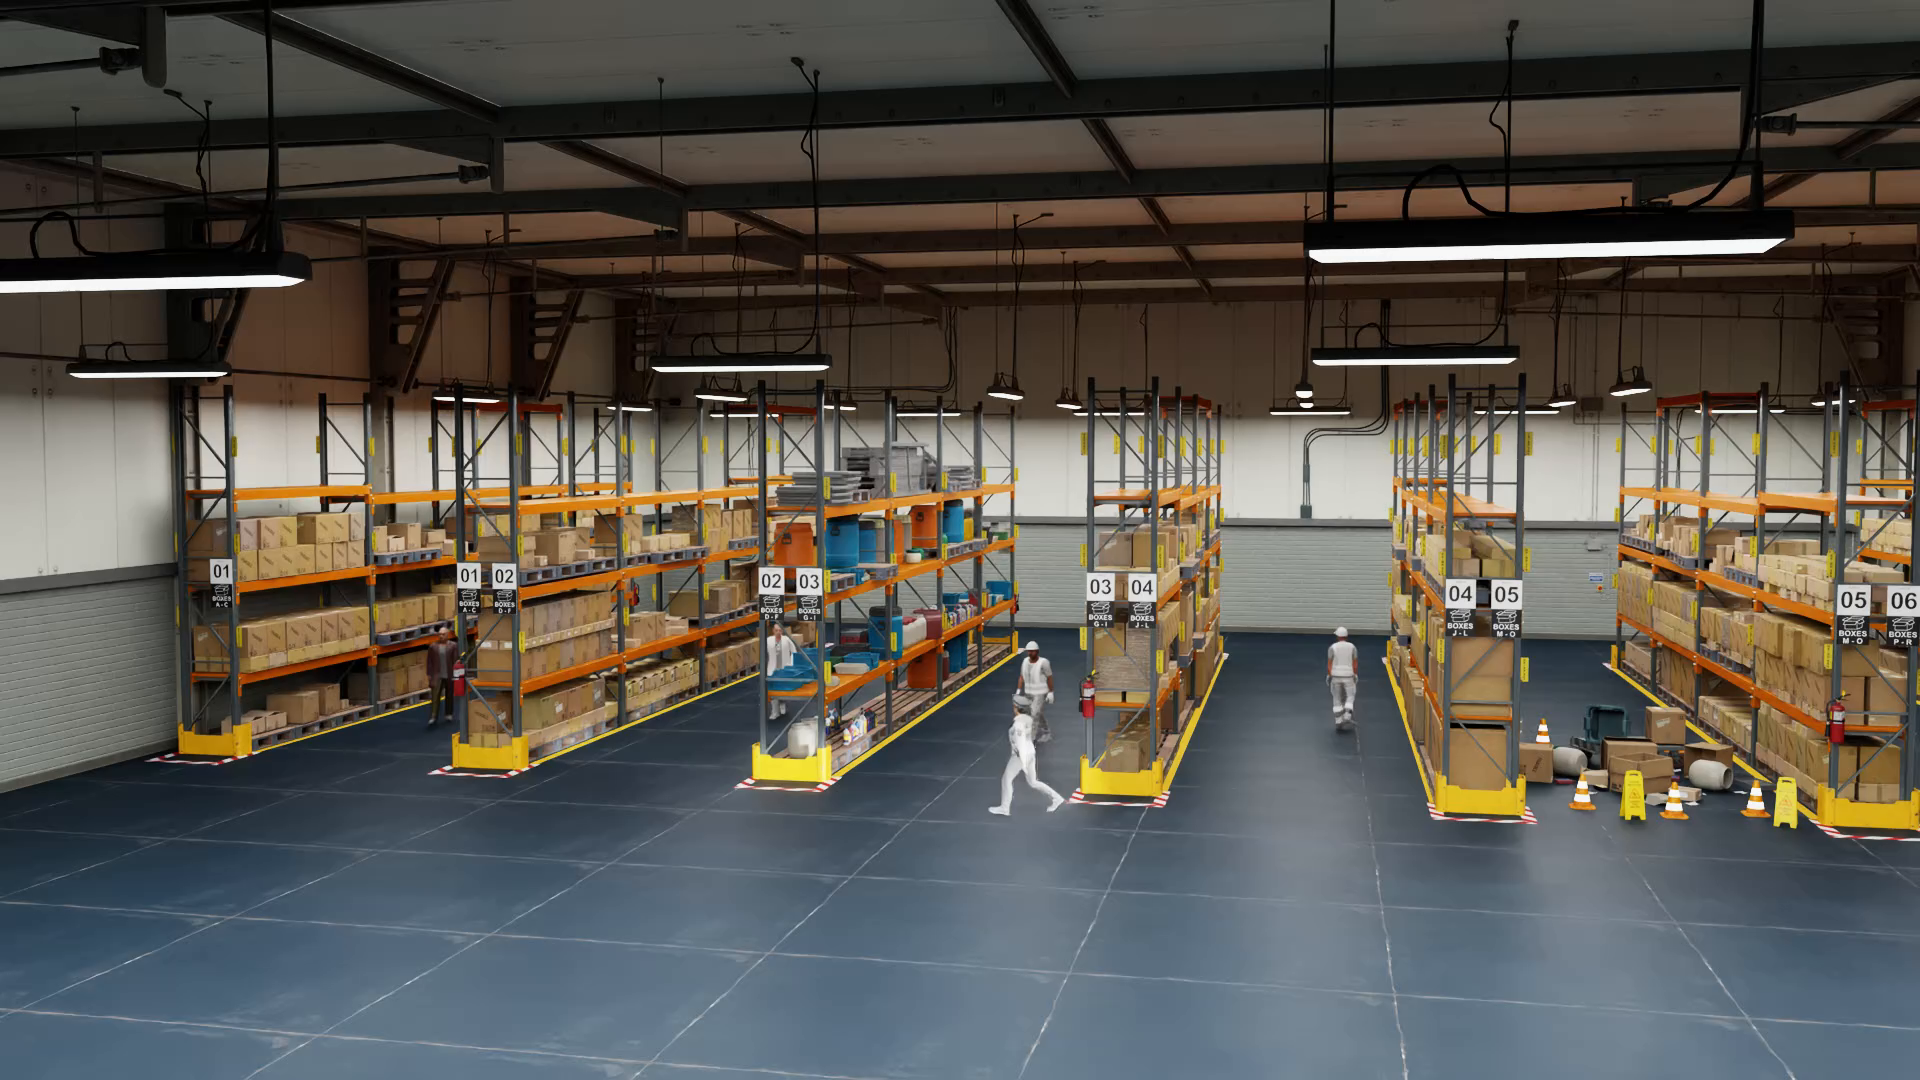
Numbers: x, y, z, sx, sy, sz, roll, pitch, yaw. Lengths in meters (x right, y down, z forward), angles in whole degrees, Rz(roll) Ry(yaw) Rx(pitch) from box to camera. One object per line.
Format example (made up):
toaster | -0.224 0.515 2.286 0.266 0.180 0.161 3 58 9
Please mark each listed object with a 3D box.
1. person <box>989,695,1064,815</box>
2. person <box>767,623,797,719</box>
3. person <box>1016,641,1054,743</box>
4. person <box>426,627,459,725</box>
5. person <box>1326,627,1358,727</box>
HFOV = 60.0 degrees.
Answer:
person | 0.895 2.921 22.506 1.015 1.622 0.559 1 3 18
person | -3.368 2.405 30.837 0.681 1.768 0.707 0 3 -5
person | 1.200 2.553 27.706 1.035 1.727 0.577 -3 4 -44
person | -9.279 2.439 29.871 0.600 1.729 1.105 -1 3 -17
person | 6.825 2.451 29.724 0.553 1.790 0.540 1 3 13
